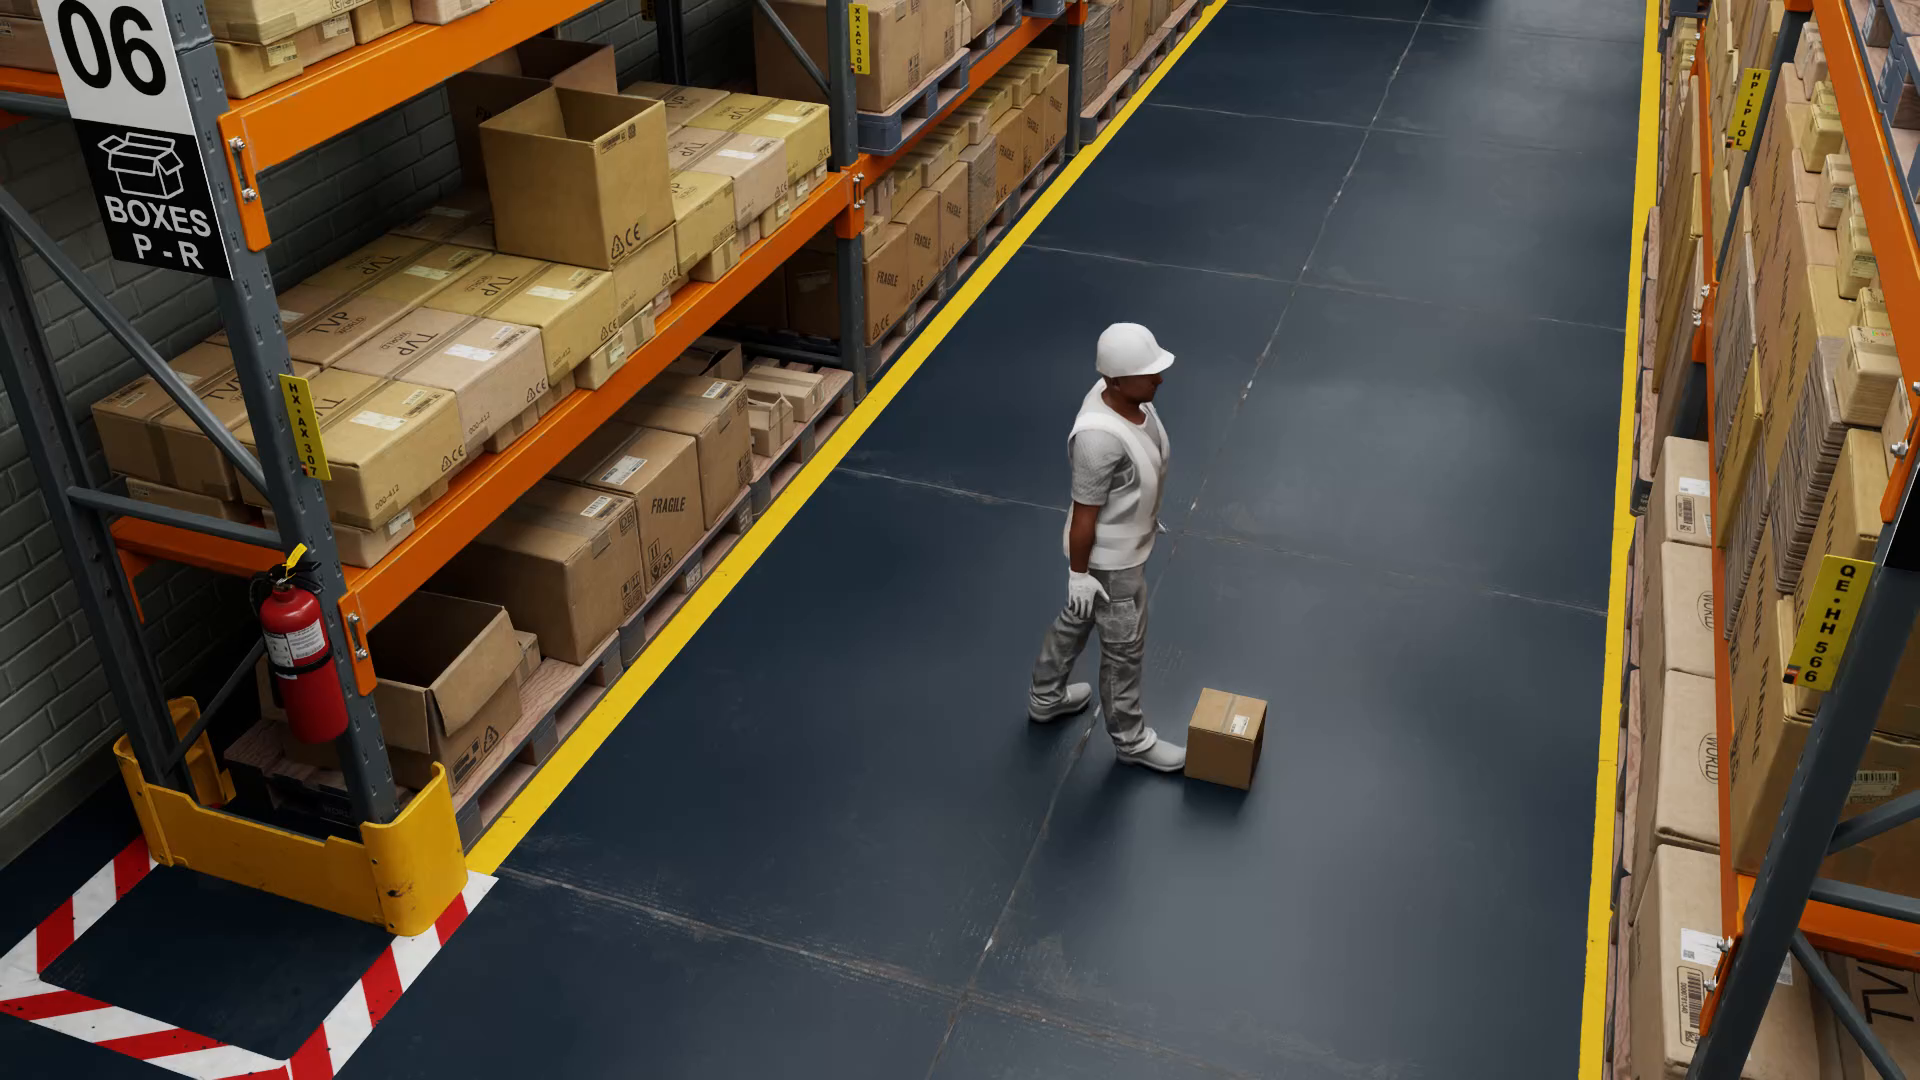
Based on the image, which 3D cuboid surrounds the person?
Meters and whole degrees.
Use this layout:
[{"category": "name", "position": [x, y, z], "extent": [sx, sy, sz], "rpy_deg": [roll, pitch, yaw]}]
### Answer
[{"category": "person", "position": [0.595, 0.020, 6.078], "extent": [0.671, 1.786, 0.561], "rpy_deg": [6, 33, 9]}]
